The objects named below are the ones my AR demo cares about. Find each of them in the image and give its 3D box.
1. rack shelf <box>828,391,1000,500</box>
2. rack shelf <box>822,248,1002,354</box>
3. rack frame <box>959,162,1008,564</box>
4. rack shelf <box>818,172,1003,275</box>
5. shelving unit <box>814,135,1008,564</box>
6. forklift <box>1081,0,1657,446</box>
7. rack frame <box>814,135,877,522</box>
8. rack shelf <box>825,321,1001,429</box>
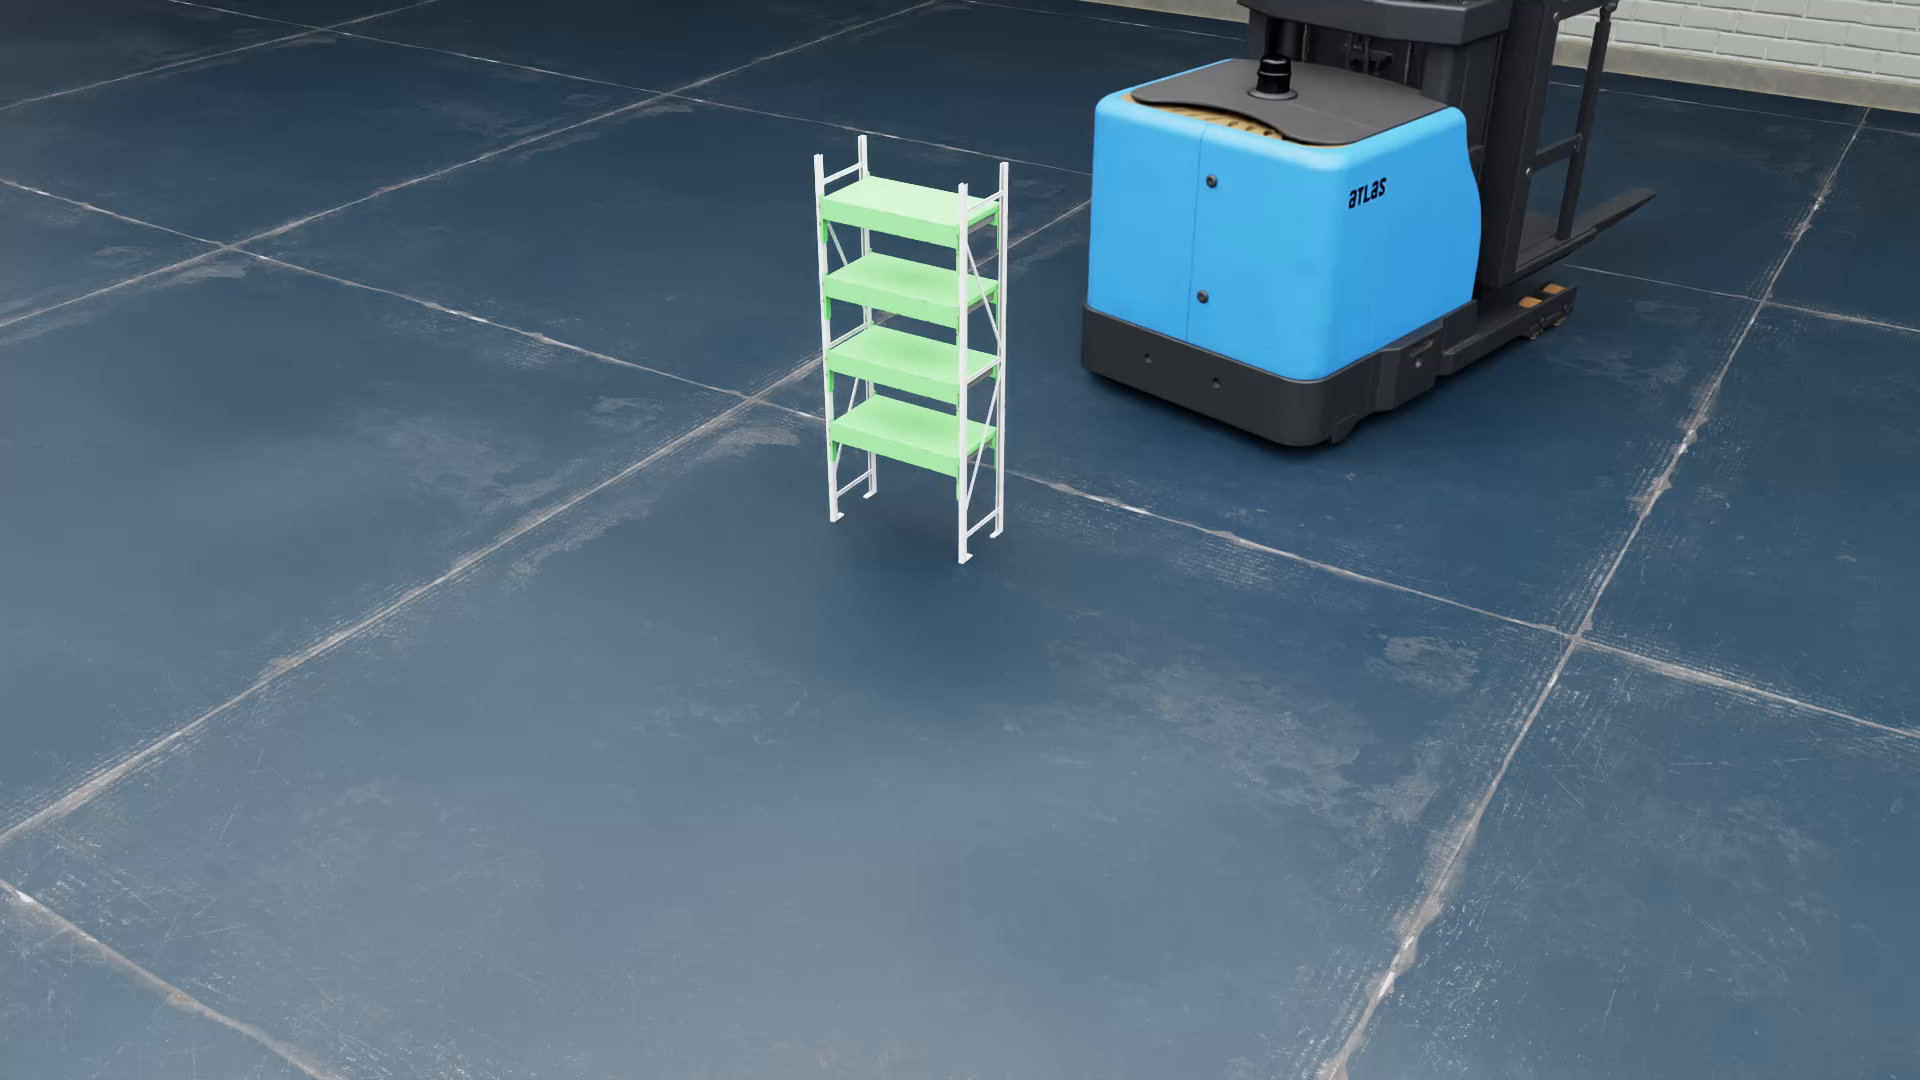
[{"bbox_3d":[-0.140,-0.300,5.177,0.480,0.148,0.258,18,35,27],"label":"rack shelf"},{"bbox_3d":[-0.140,-0.715,4.935,0.480,0.148,0.258,18,35,27],"label":"rack shelf"},{"bbox_3d":[0.066,-0.497,4.912,0.015,1.200,0.240,18,35,27],"label":"rack frame"},{"bbox_3d":[-0.140,-0.922,4.814,0.480,0.148,0.258,18,35,27],"label":"rack shelf"},{"bbox_3d":[-0.140,-0.563,5.024,0.503,1.200,0.258,18,35,27],"label":"shelving unit"},{"bbox_3d":[1.848,-2.227,6.159,1.130,2.935,3.031,26,39,37],"label":"forklift"},{"bbox_3d":[-0.347,-0.628,5.136,0.015,1.200,0.240,18,35,27],"label":"rack frame"},{"bbox_3d":[-0.140,-0.507,5.056,0.480,0.148,0.258,18,35,27],"label":"rack shelf"}]
